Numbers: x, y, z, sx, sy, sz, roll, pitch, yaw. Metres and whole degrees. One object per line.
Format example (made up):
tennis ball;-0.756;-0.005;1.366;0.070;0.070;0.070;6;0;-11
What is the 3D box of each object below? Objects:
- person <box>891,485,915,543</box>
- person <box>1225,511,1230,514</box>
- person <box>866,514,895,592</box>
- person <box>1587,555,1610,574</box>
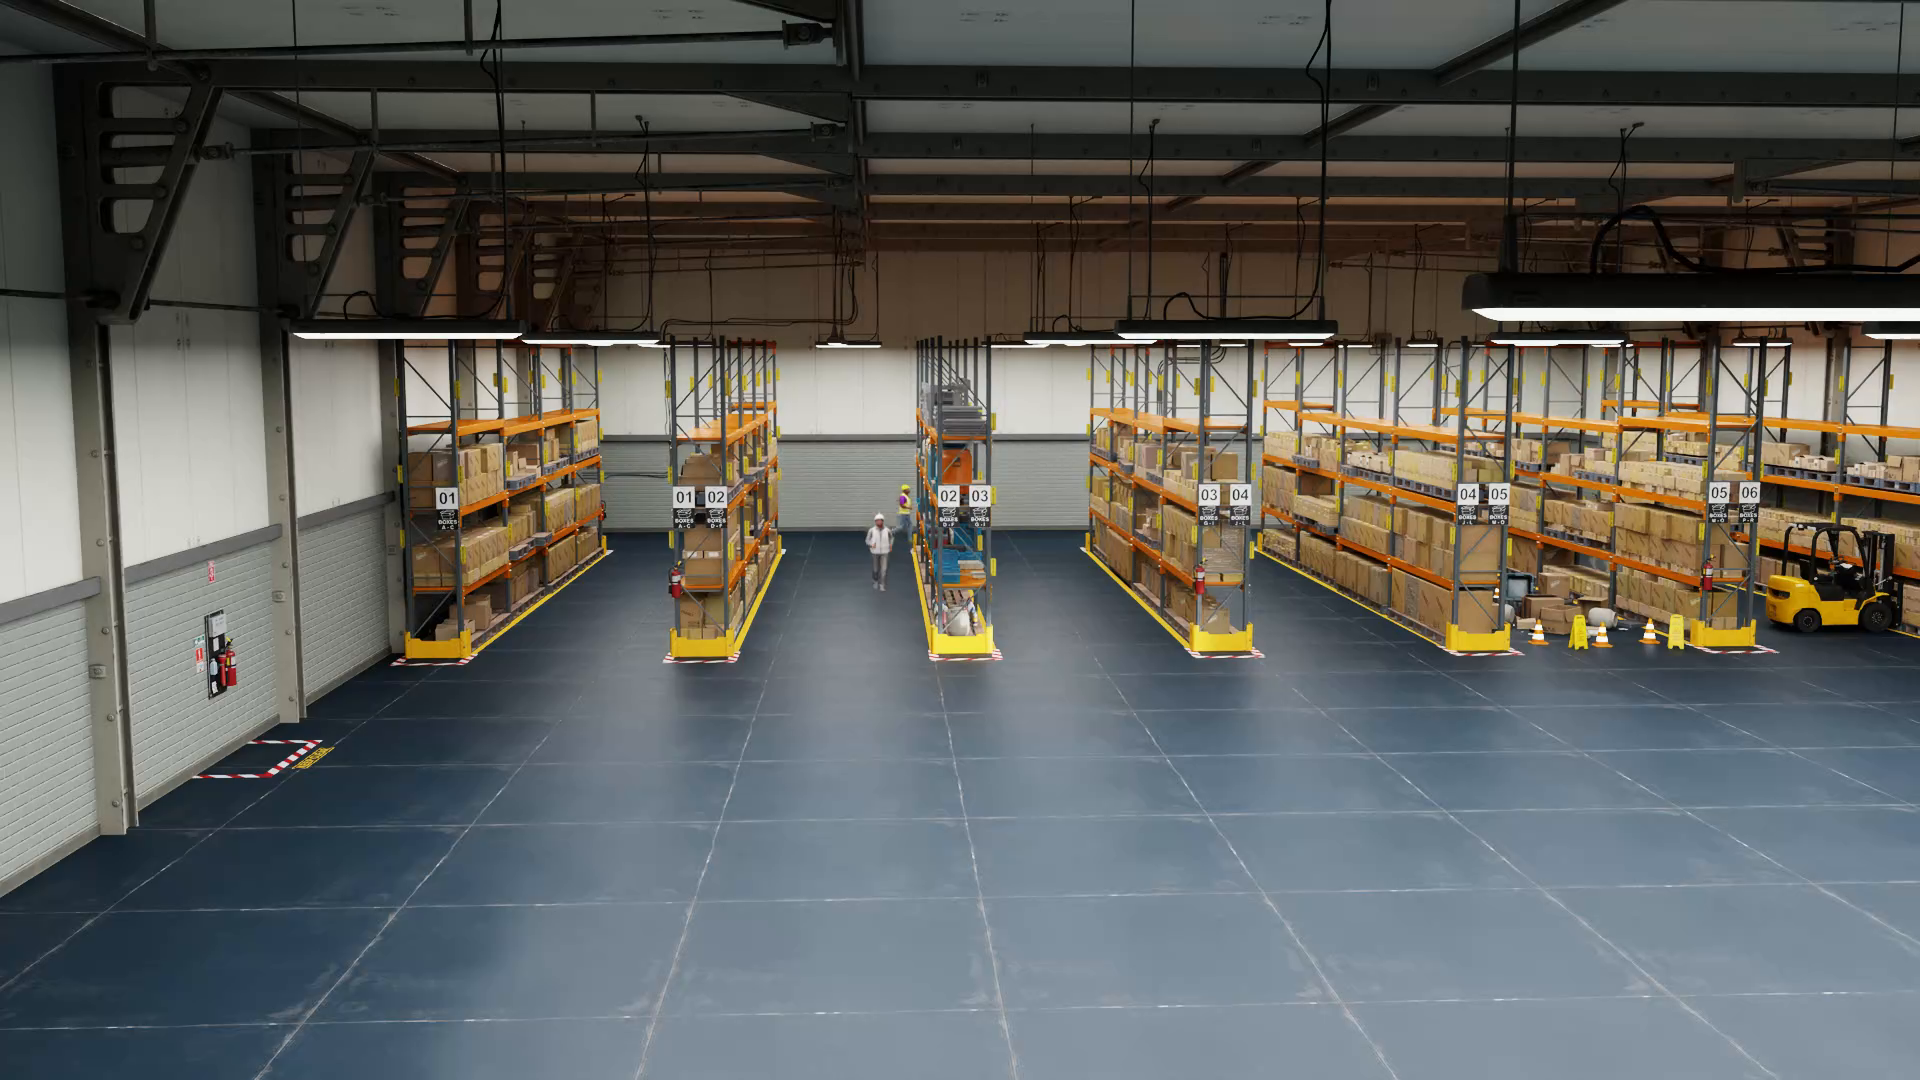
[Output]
person;-1.688;-0.763;49.458;0.948;1.766;0.710;1;7;8
person;7.398;-0.438;47.217;0.646;1.608;0.513;2;7;16
person;-1.800;0.294;37.690;0.669;1.753;0.697;-1;7;-7
person;16.072;0.086;41.850;0.692;1.796;0.889;0;6;-2
